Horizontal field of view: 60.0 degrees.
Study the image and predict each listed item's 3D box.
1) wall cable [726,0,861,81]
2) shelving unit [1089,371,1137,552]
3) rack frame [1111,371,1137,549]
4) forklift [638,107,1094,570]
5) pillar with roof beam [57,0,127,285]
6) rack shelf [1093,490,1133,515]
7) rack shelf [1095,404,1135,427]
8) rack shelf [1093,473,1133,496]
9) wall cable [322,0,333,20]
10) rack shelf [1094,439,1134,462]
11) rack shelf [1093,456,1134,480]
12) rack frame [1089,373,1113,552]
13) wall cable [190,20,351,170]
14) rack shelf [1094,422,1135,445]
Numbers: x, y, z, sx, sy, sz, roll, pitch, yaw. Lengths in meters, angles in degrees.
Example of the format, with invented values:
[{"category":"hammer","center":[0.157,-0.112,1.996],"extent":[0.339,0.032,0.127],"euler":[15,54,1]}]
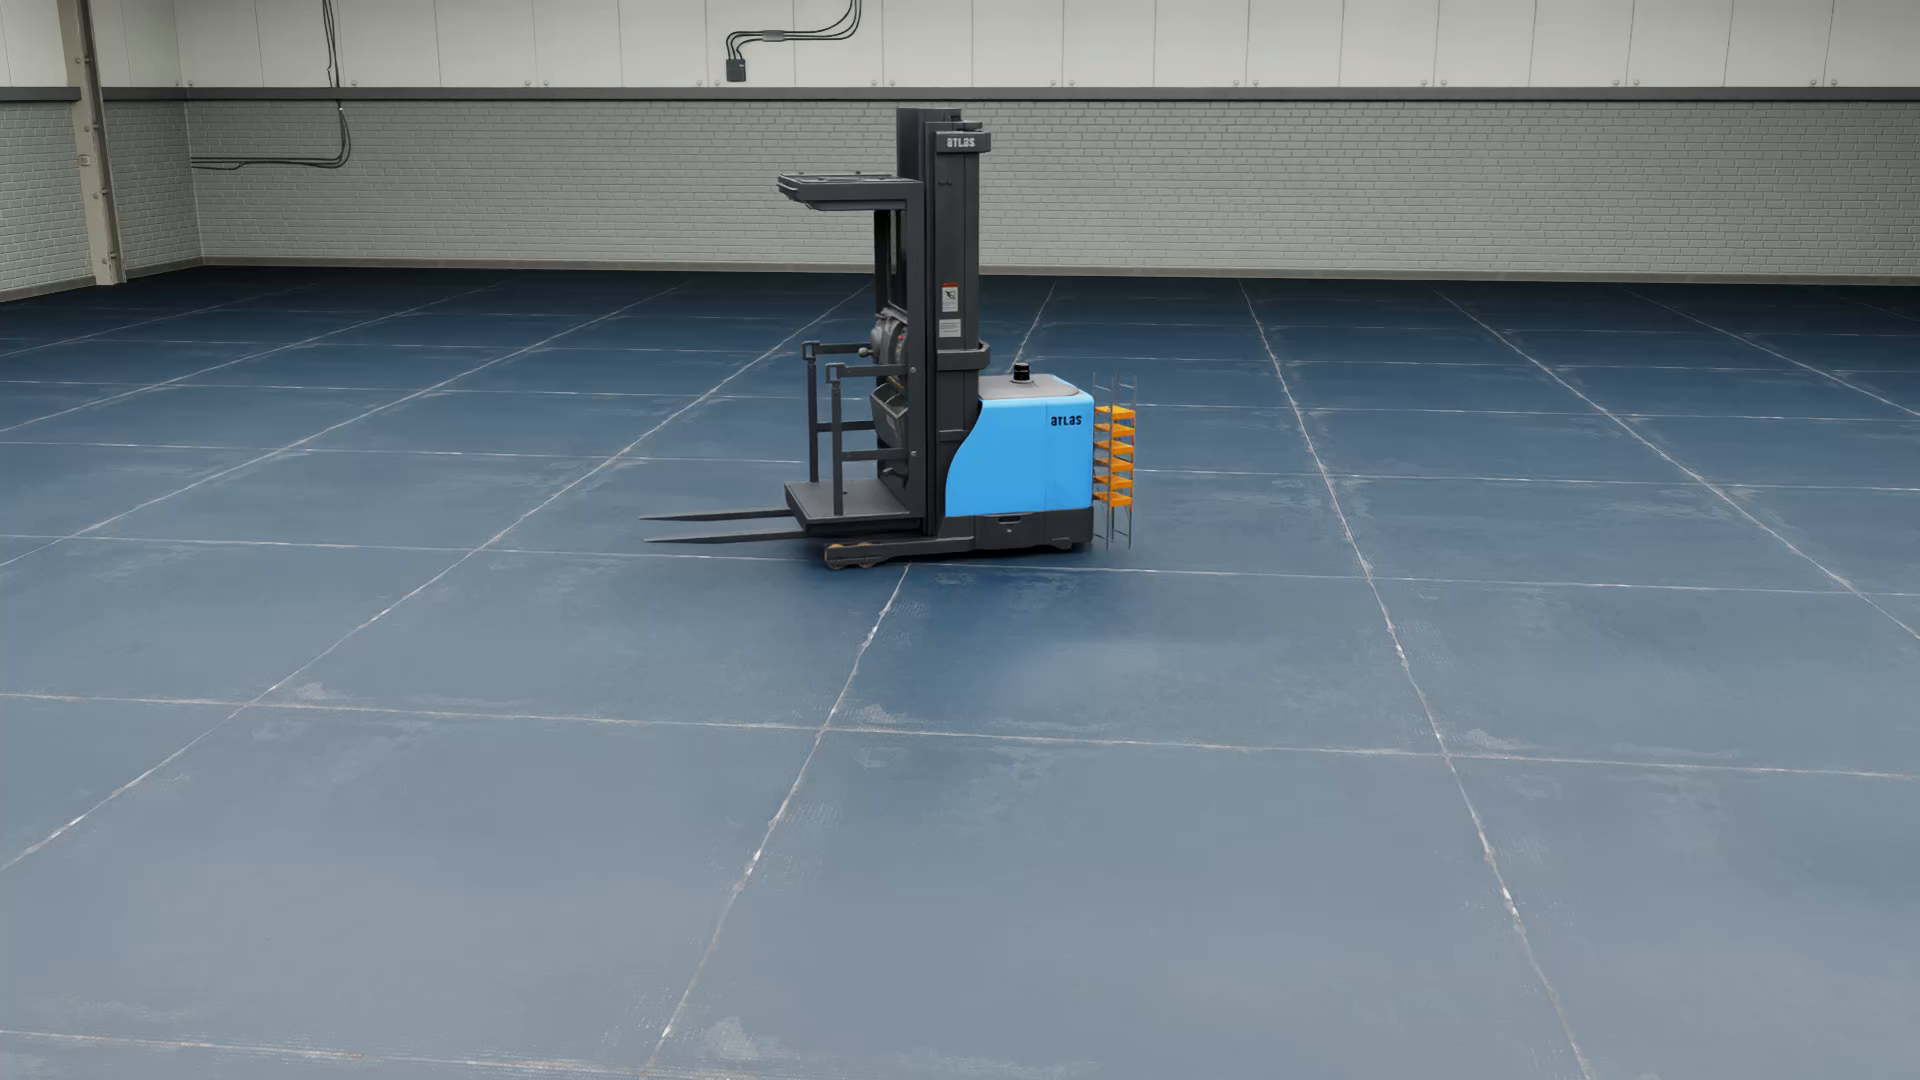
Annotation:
[{"category":"wall cable","center":[-2.783,-10.613,27.155],"extent":[2.305,6.003,0.169],"euler":[2,15,6]},{"category":"shelving unit","center":[1.040,-0.536,11.342],"extent":[0.189,1.200,0.258],"euler":[-7,17,-26]},{"category":"rack frame","center":[1.121,-0.546,11.383],"extent":[0.006,1.200,0.240],"euler":[-7,17,-26]},{"category":"forklift","center":[-0.659,-1.372,11.121],"extent":[3.031,2.935,1.130],"euler":[-4,16,-14]},{"category":"pillar with roof beam","center":[-9.582,-8.403,25.497],"extent":[9.100,9.000,0.400],"euler":[2,15,6]},{"category":"rack shelf","center":[1.038,-0.261,11.415],"extent":[0.180,0.103,0.258],"euler":[-7,17,-26]},{"category":"rack shelf","center":[1.041,-0.840,11.260],"extent":[0.180,0.103,0.258],"euler":[-7,17,-26]},{"category":"rack shelf","center":[1.039,-0.377,11.384],"extent":[0.180,0.103,0.258],"euler":[-7,17,-26]},{"category":"wall cable","center":[-9.525,-10.114,28.099],"extent":[3.097,2.526,0.112],"euler":[2,15,6]},{"category":"rack shelf","center":[1.040,-0.609,11.322],"extent":[0.180,0.103,0.258],"euler":[-7,17,-26]},{"category":"rack shelf","center":[1.040,-0.493,11.353],"extent":[0.180,0.103,0.258],"euler":[-7,17,-26]},{"category":"rack frame","center":[0.958,-0.525,11.301],"extent":[0.006,1.200,0.240],"euler":[-7,17,-26]},{"category":"wall cable","center":[-12.214,-7.756,29.053],"extent":[3.097,2.526,0.112],"euler":[2,15,6]},{"category":"rack shelf","center":[1.041,-0.724,11.291],"extent":[0.180,0.103,0.258],"euler":[-7,17,-26]}]
